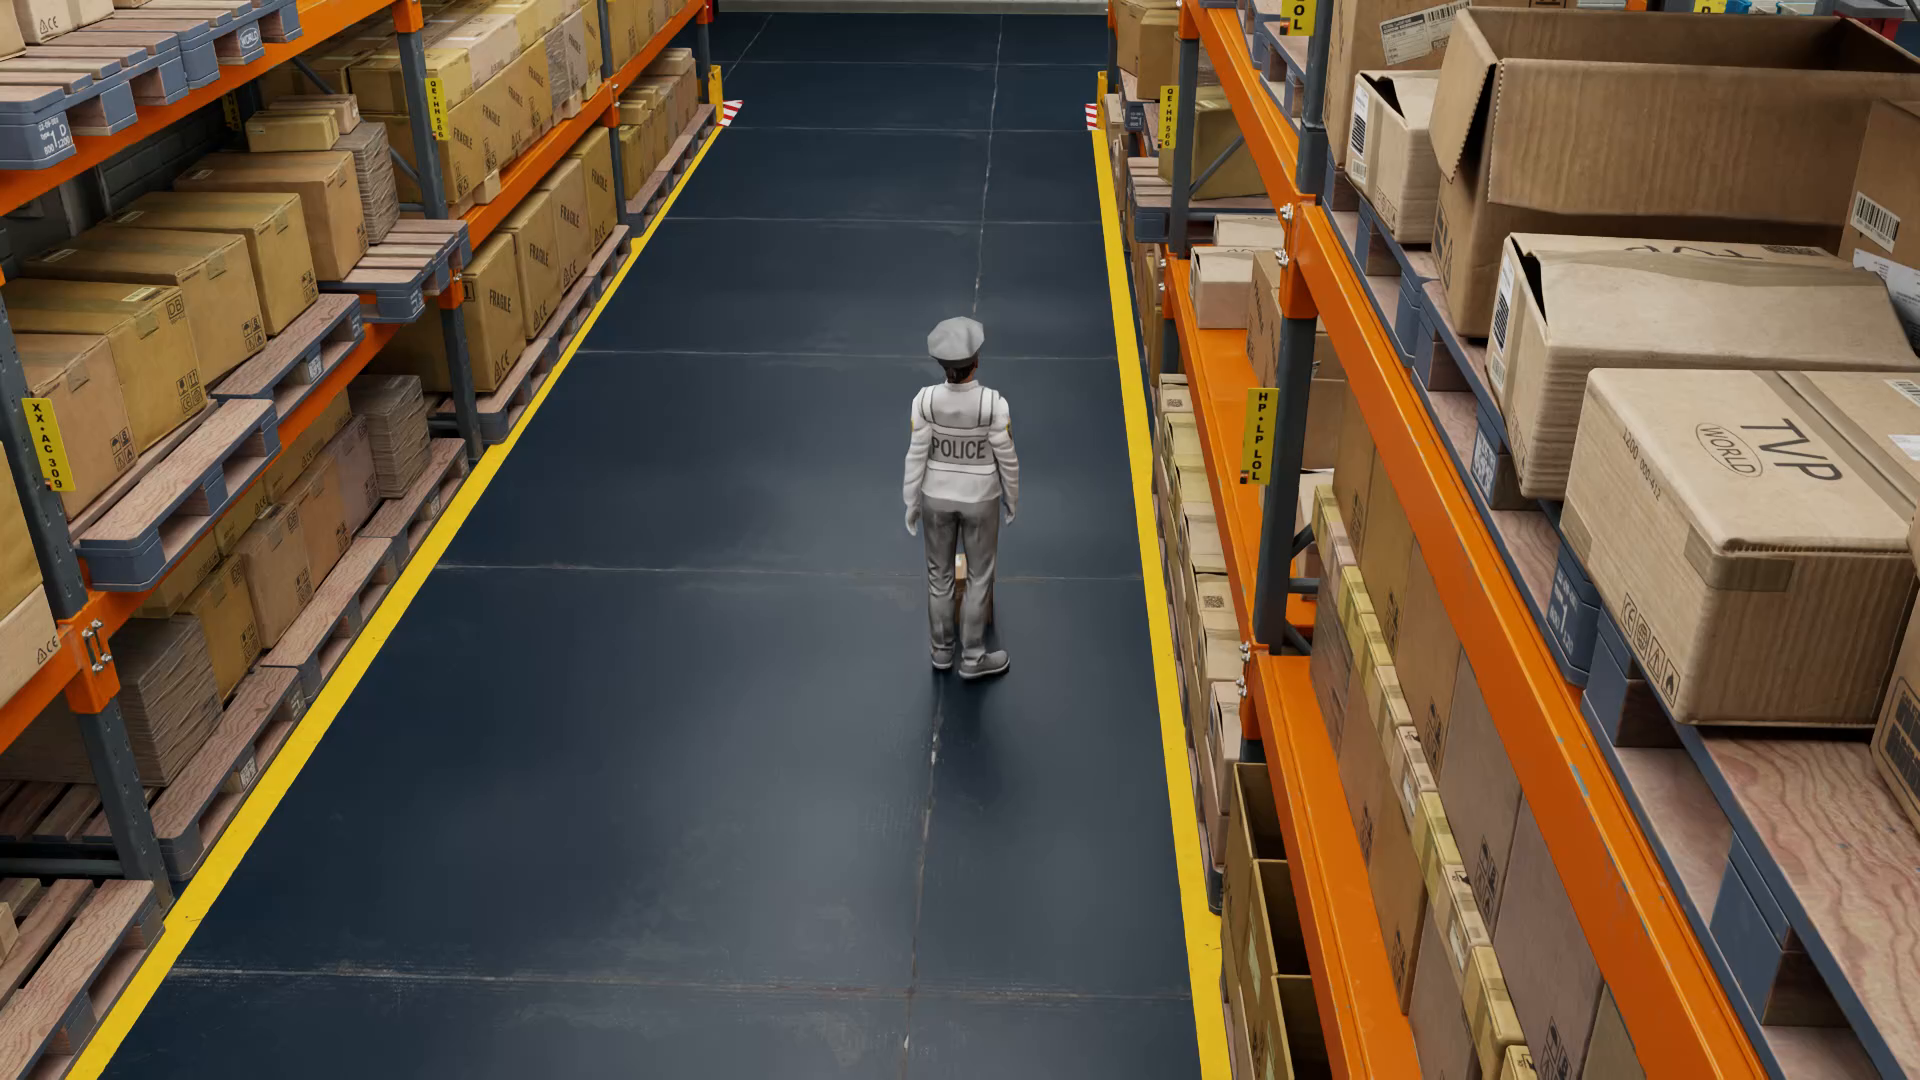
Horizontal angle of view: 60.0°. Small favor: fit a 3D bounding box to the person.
[{"bbox_3d":[0.007,-0.173,7.379,0.510,1.695,0.367,5,28,8],"label":"person"}]
